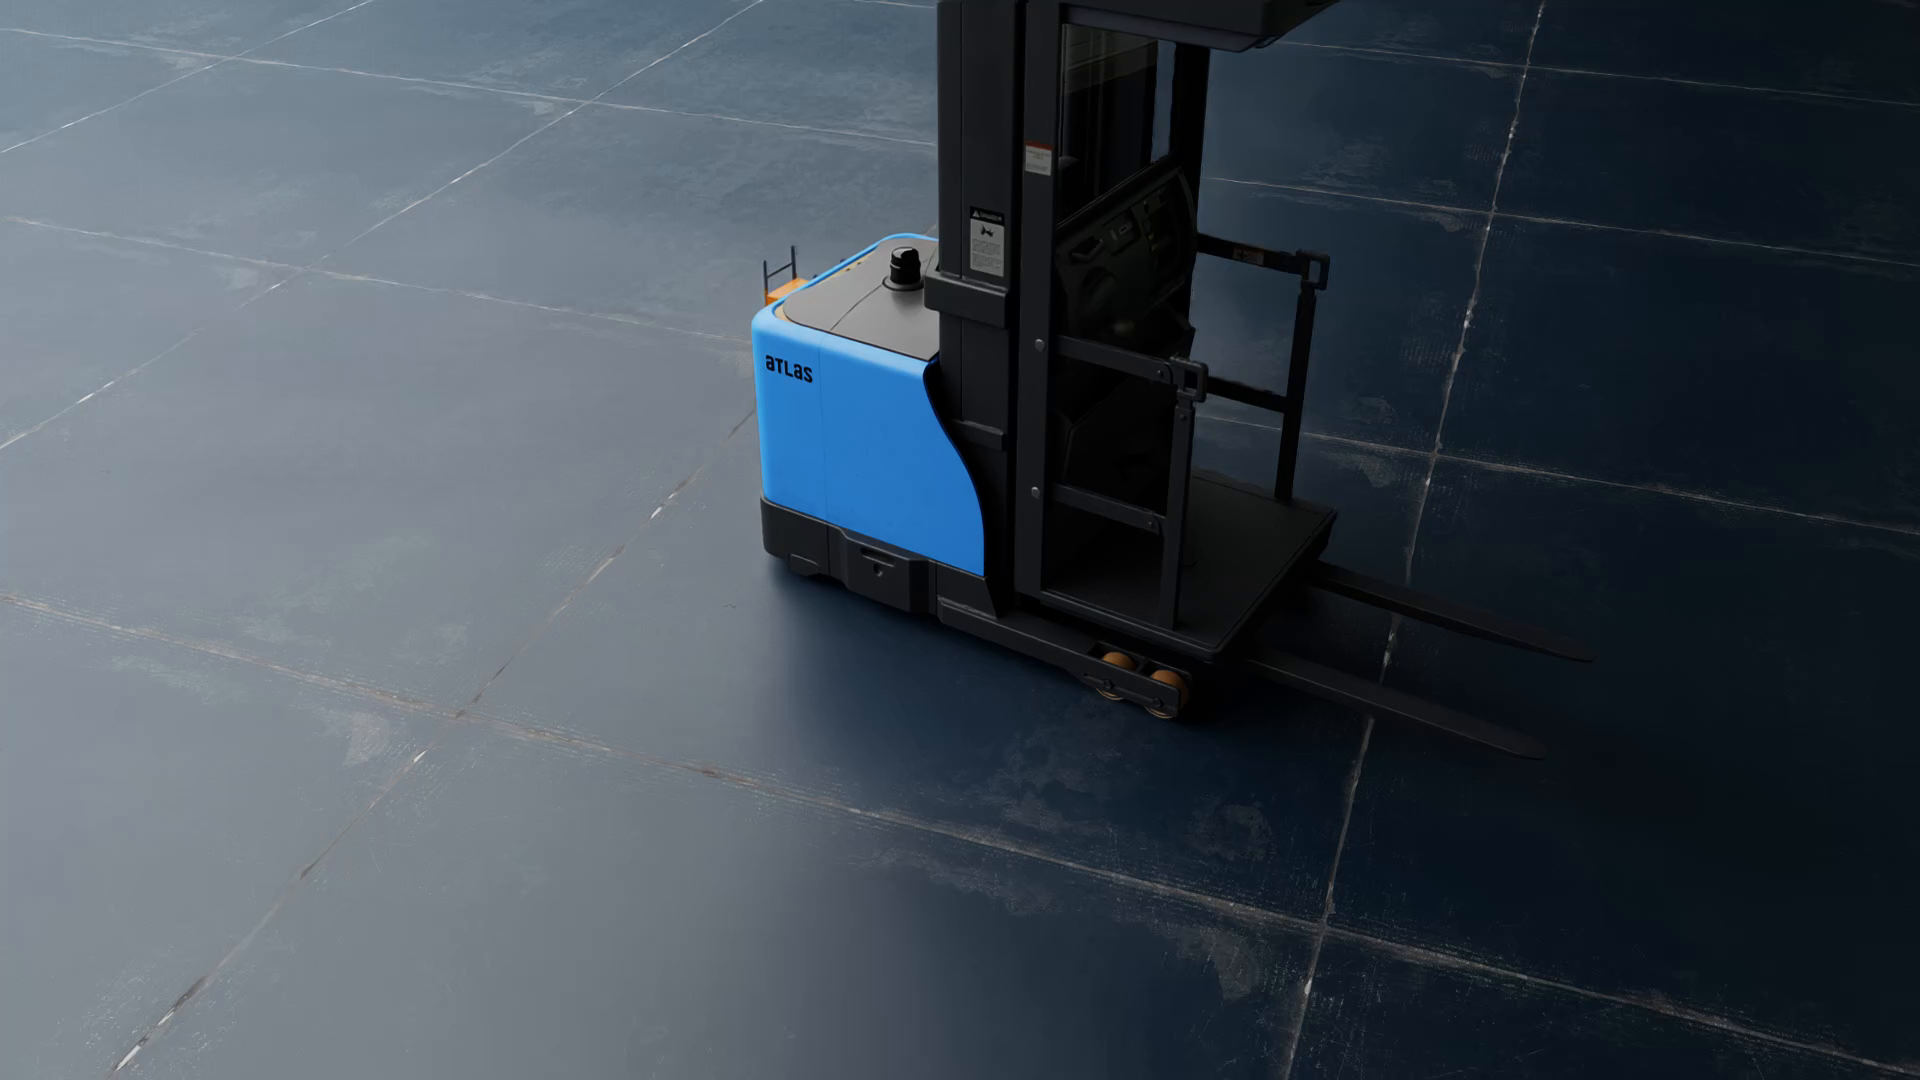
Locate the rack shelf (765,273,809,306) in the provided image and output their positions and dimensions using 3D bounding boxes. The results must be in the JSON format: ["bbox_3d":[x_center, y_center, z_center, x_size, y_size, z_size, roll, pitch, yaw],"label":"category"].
[{"bbox_3d":[-0.614,-0.886,6.651,0.240,0.259,0.215,19,37,27],"label":"rack shelf"}]

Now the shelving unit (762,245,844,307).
[{"bbox_3d":[-0.614,-0.657,6.800,0.252,1.050,0.215,19,37,27],"label":"shelving unit"}]

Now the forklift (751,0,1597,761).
[{"bbox_3d":[0.741,-0.940,5.504,3.031,2.935,1.130,19,37,27],"label":"forklift"}]

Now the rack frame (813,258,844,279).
[{"bbox_3d":[-0.511,-0.622,6.745,0.008,1.050,0.200,19,37,27],"label":"rack frame"}]

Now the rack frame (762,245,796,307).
[{"bbox_3d":[-0.717,-0.692,6.854,0.008,1.050,0.200,19,37,27],"label":"rack frame"}]
